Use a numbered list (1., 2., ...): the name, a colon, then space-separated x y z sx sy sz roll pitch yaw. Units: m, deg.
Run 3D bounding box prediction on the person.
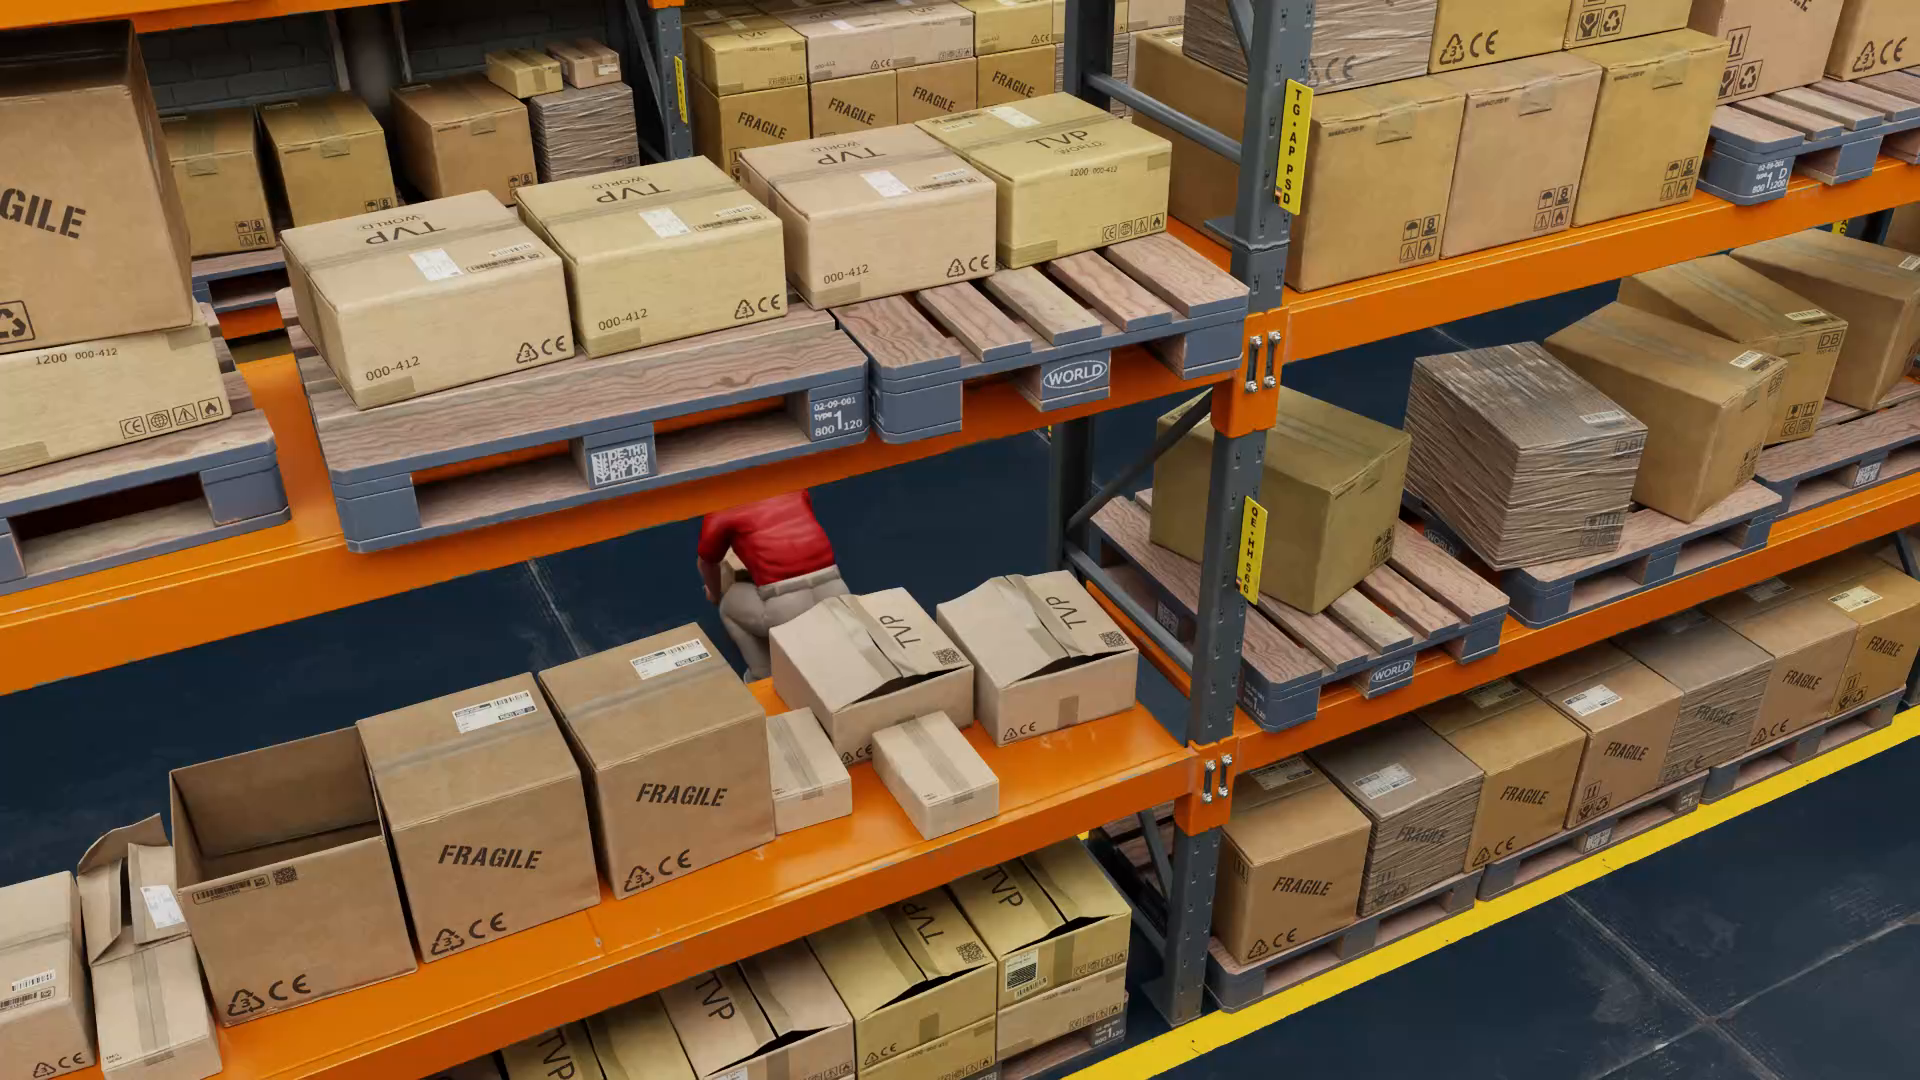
1. person: -0.846 0.176 7.480 0.568 1.085 0.846 -16 36 -23
